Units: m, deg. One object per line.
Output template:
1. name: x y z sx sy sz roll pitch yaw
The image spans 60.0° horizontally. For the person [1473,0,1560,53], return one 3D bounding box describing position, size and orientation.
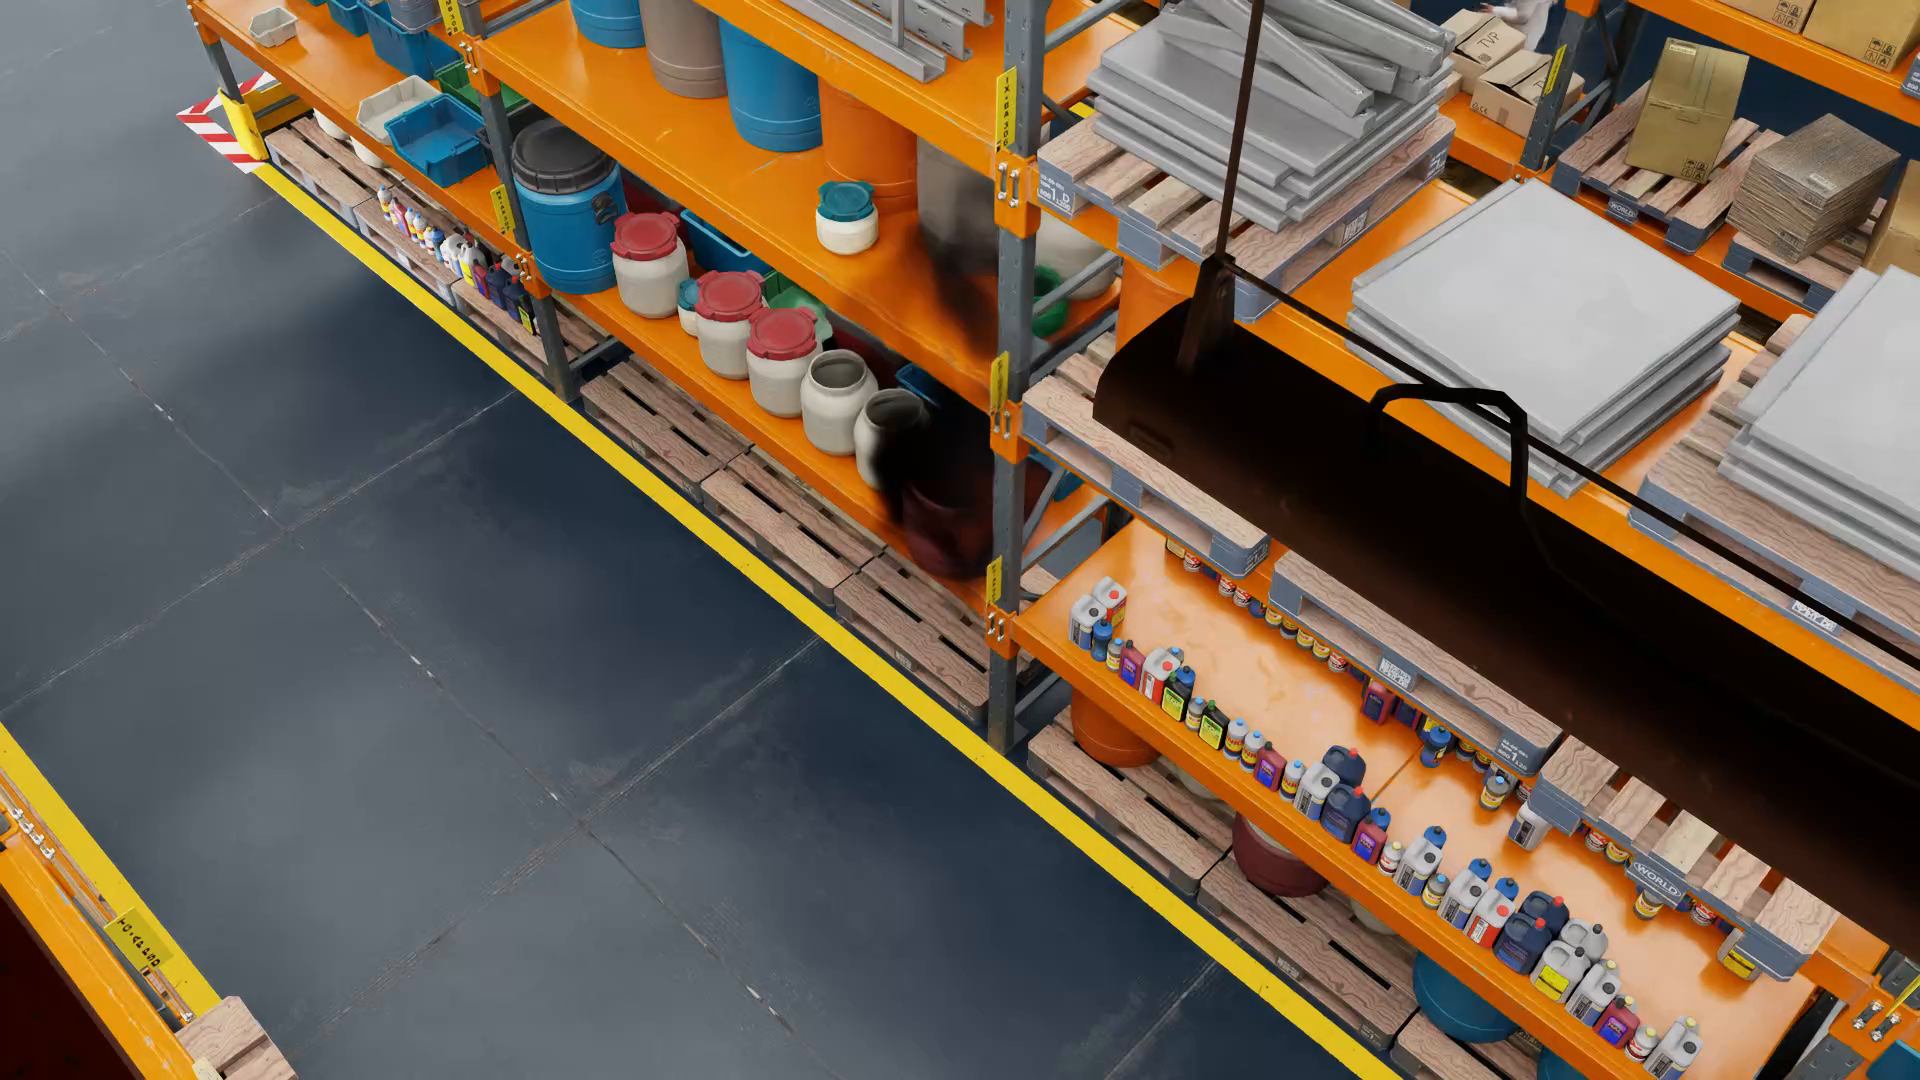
1. person: 4.241 -3.784 12.434 0.899 1.769 0.711 33 58 25
